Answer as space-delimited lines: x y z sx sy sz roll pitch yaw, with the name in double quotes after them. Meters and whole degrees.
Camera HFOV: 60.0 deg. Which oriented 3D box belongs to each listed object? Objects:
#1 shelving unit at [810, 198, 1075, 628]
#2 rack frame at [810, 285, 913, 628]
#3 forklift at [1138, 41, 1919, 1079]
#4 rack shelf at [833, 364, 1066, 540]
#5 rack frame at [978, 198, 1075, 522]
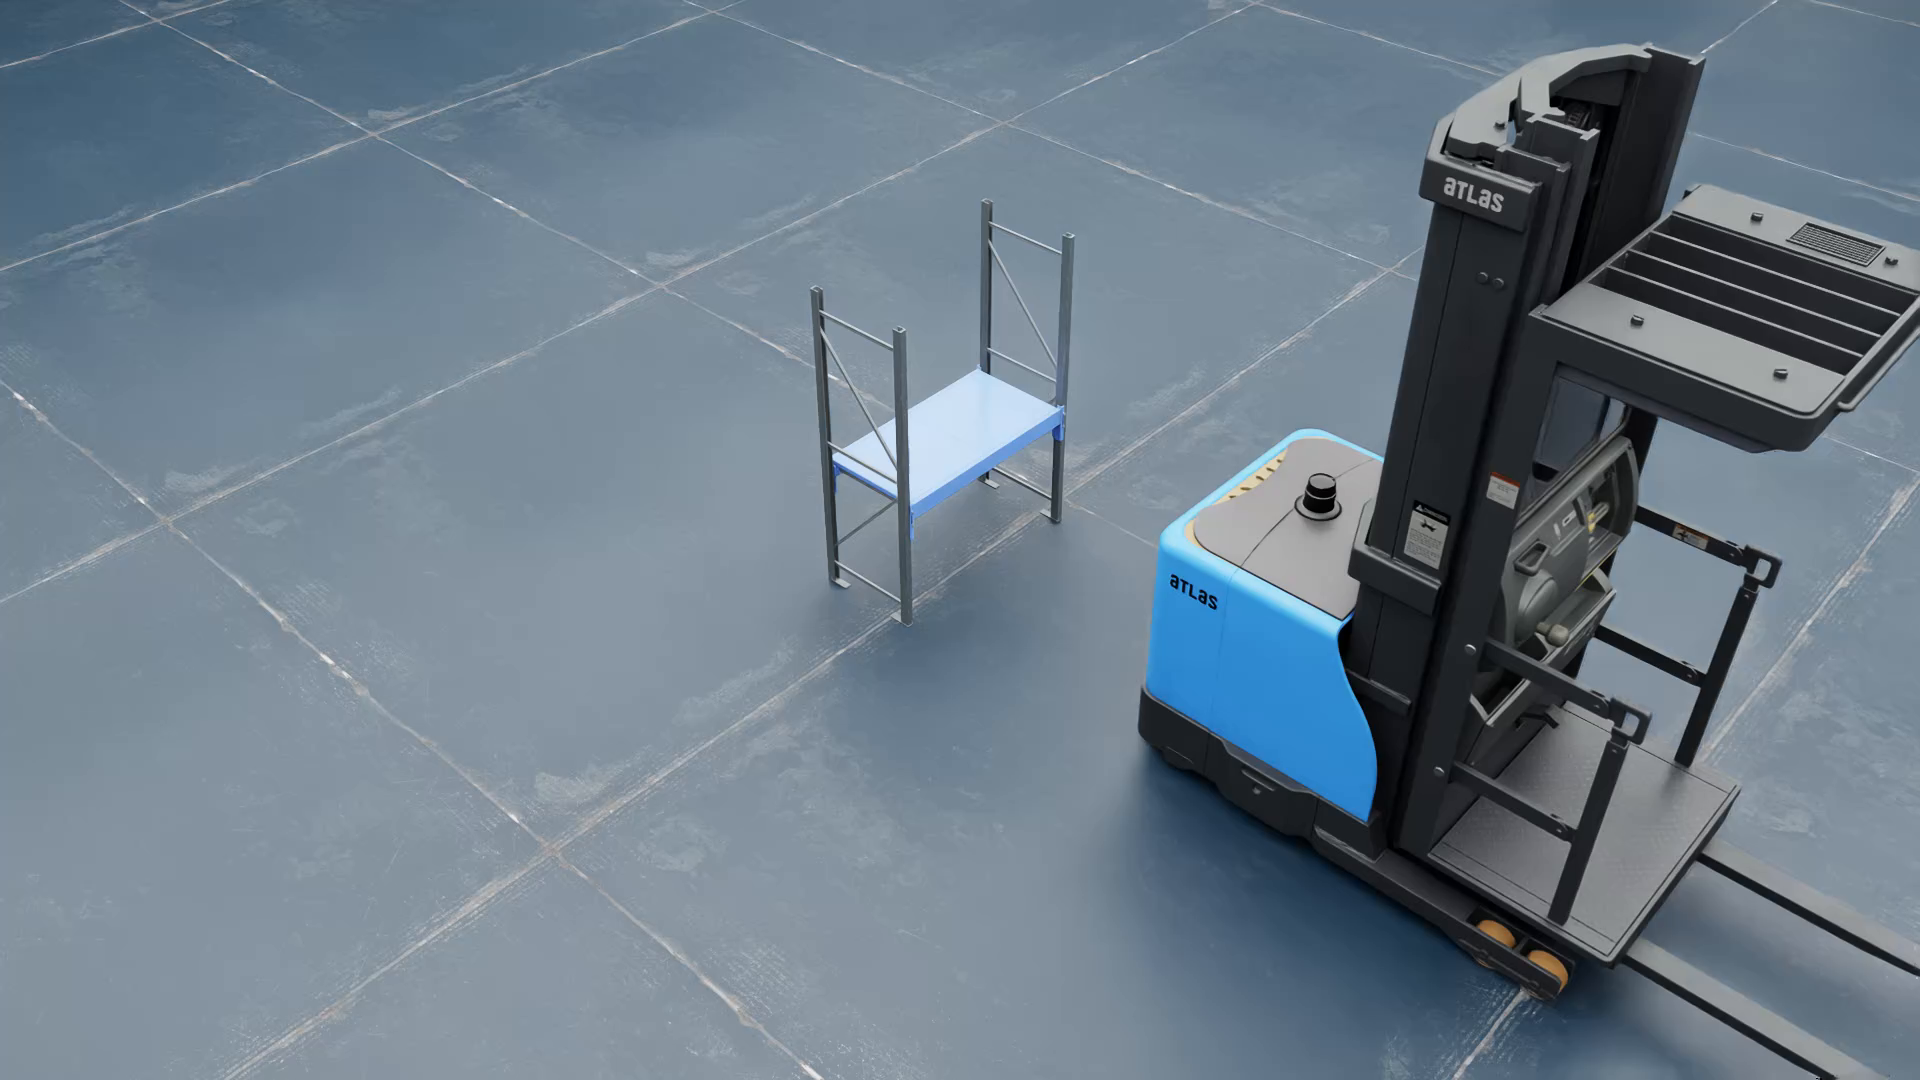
-0.058 -0.548 7.234 0.538 1.500 1.048 30 47 32 "shelving unit"
-0.400 -0.314 6.940 0.500 1.500 0.032 30 47 32 "rack frame"
2.140 0.068 5.309 3.031 2.935 1.130 30 47 32 "forklift"
-0.058 -0.407 7.346 0.538 0.185 1.000 30 47 32 "rack shelf"
0.285 -0.781 7.528 0.500 1.500 0.032 30 47 32 "rack frame"
